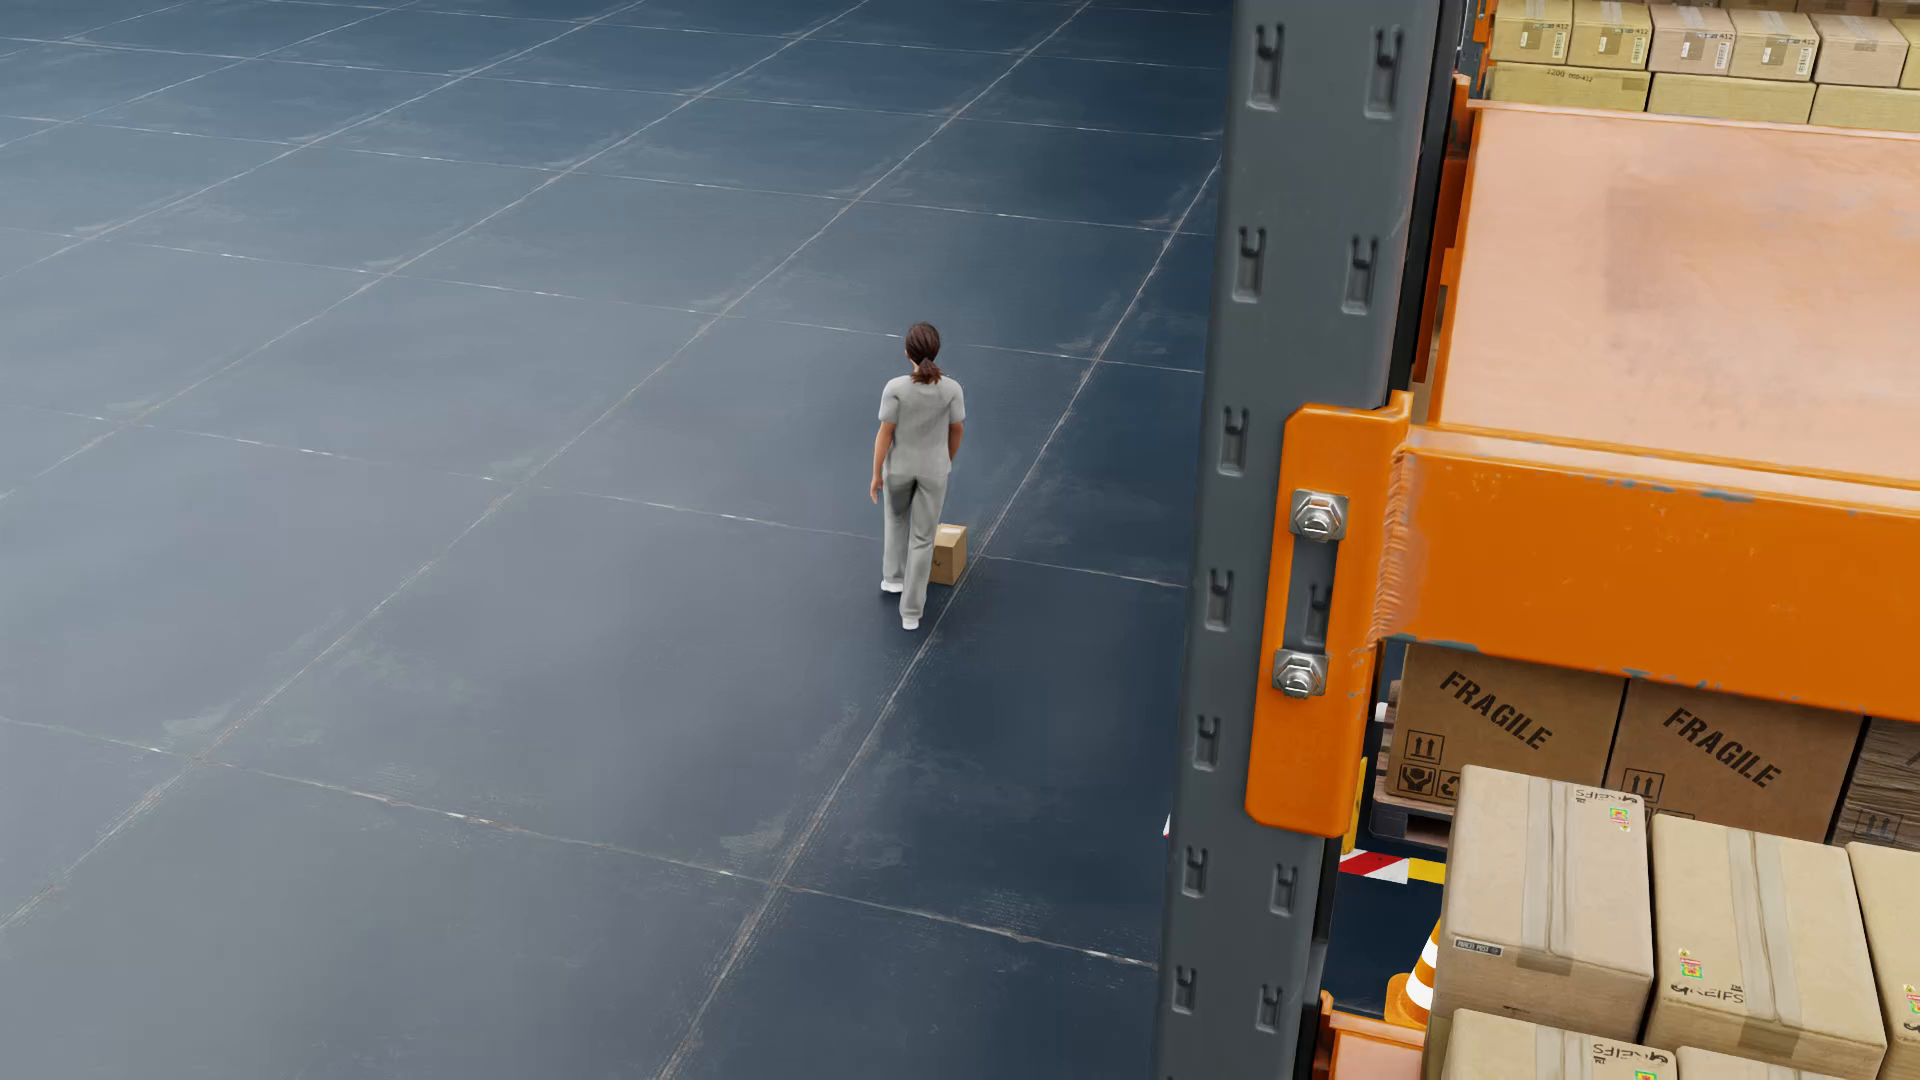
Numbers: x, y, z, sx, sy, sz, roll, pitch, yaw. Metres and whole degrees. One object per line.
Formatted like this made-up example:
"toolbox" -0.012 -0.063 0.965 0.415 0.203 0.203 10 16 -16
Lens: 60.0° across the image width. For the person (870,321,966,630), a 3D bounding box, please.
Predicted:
"person" -0.217 -0.349 8.772 0.496 1.710 0.609 1 29 1
